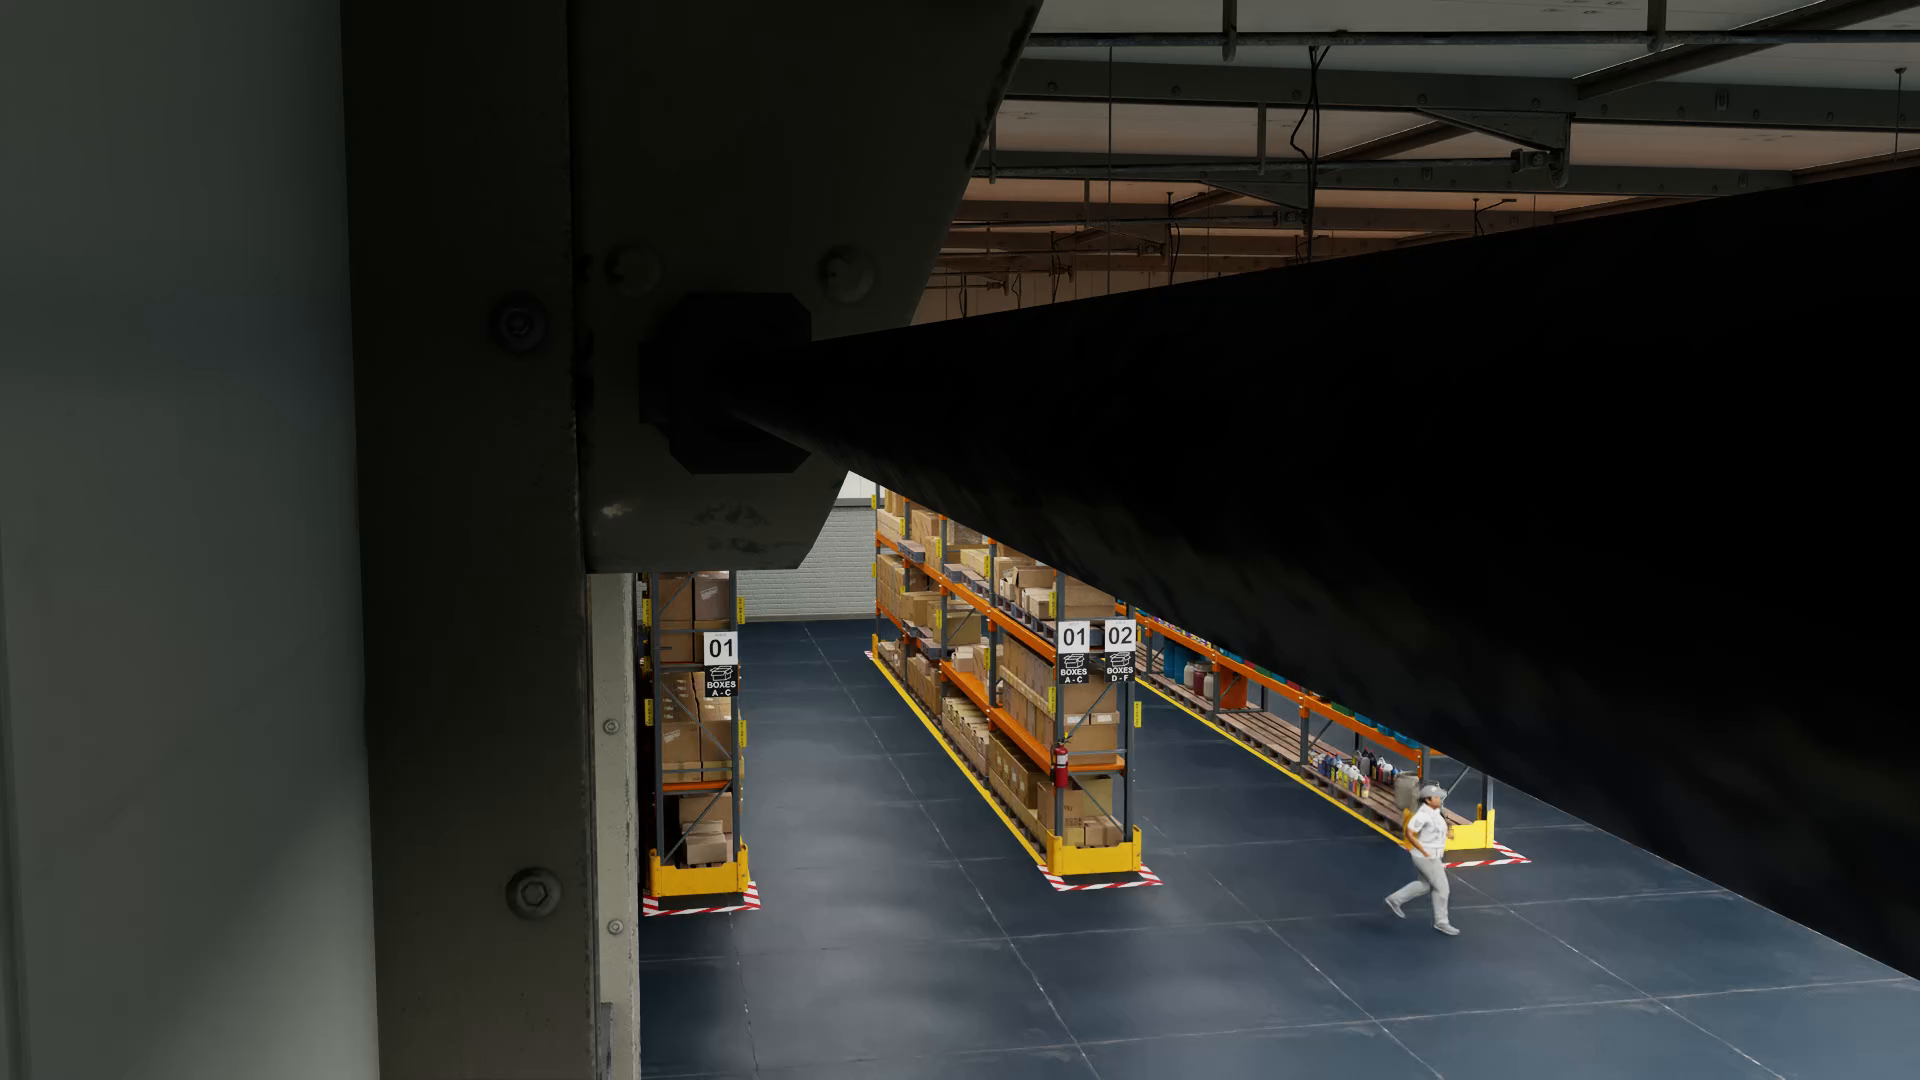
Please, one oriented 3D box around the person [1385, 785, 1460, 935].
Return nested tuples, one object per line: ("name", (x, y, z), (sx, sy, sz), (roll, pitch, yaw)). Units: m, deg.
("person", (5.257, 3.587, 18.810), (0.826, 1.680, 0.597), (2, 6, 20))
